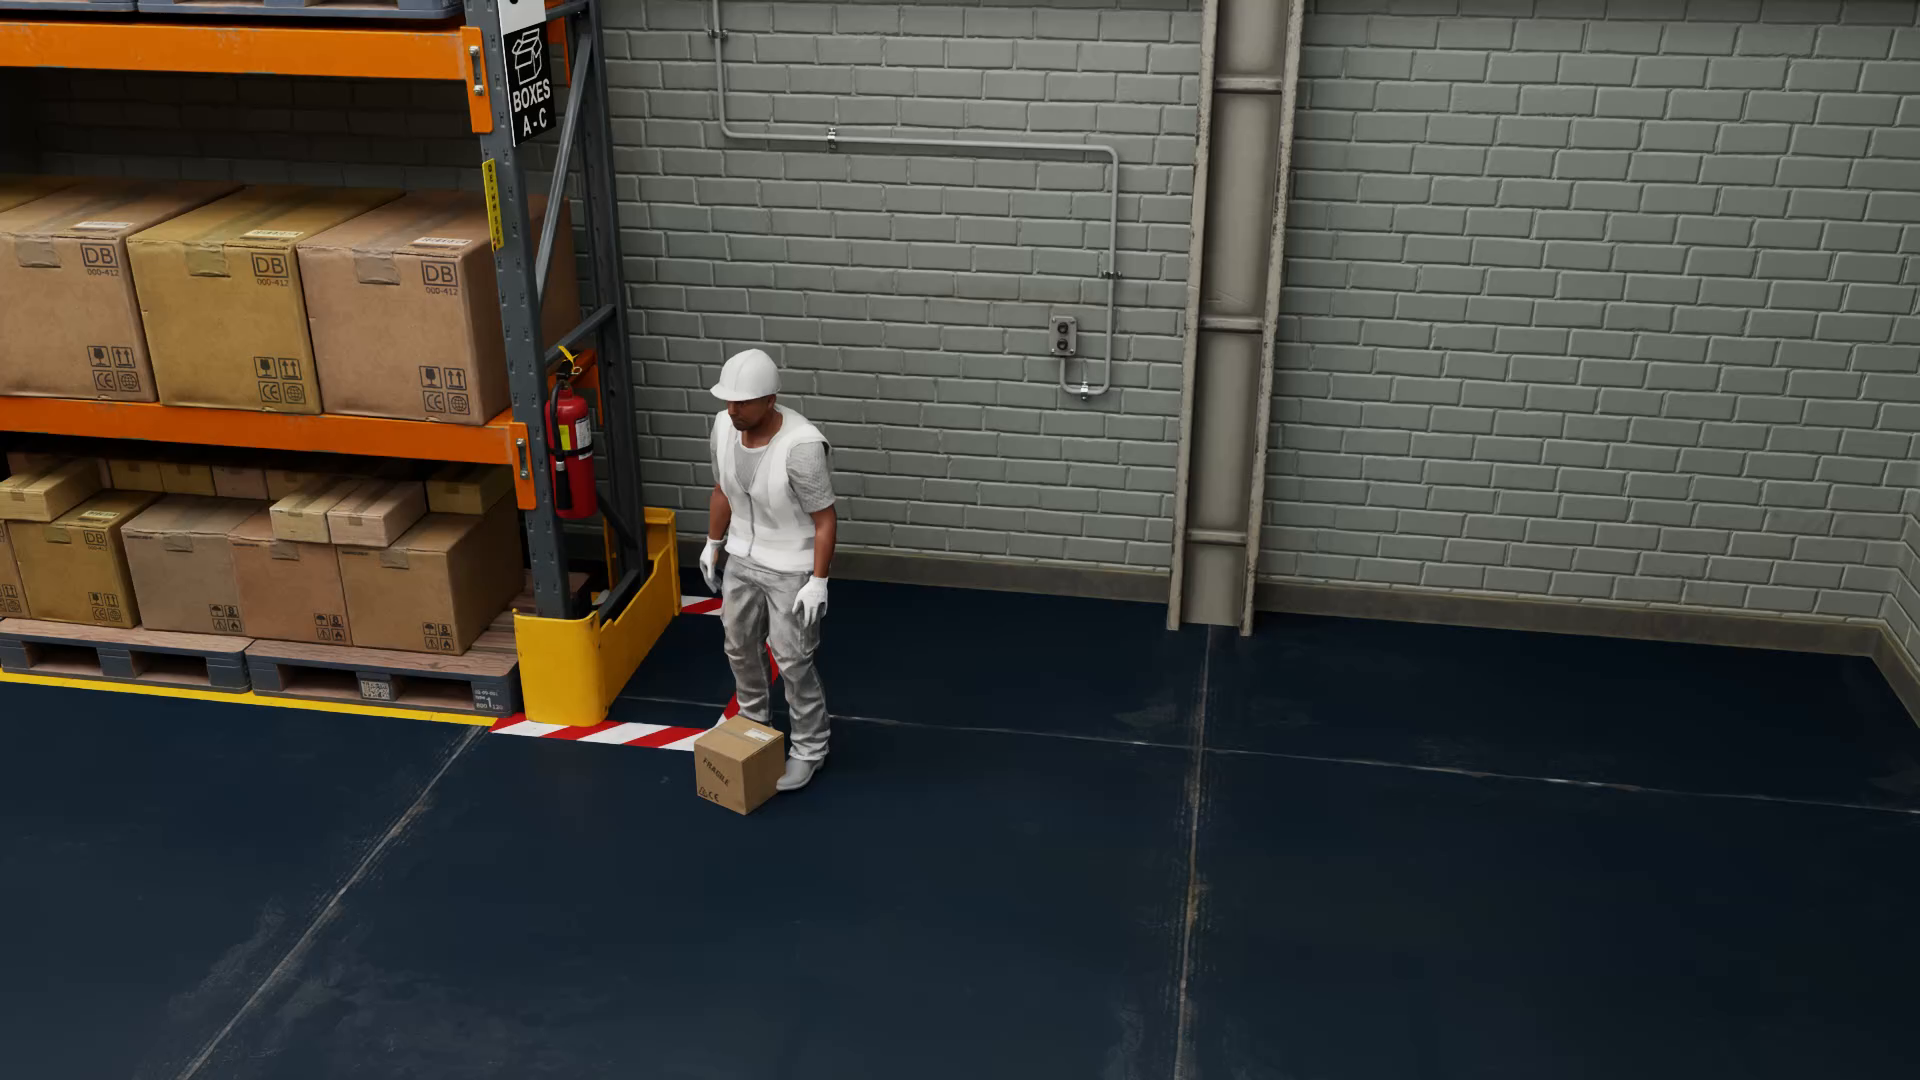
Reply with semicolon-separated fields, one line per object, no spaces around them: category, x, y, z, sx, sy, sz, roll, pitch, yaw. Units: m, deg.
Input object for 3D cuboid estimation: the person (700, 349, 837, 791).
person;-0.734;0.104;6.365;0.619;1.775;0.446;18;30;33
